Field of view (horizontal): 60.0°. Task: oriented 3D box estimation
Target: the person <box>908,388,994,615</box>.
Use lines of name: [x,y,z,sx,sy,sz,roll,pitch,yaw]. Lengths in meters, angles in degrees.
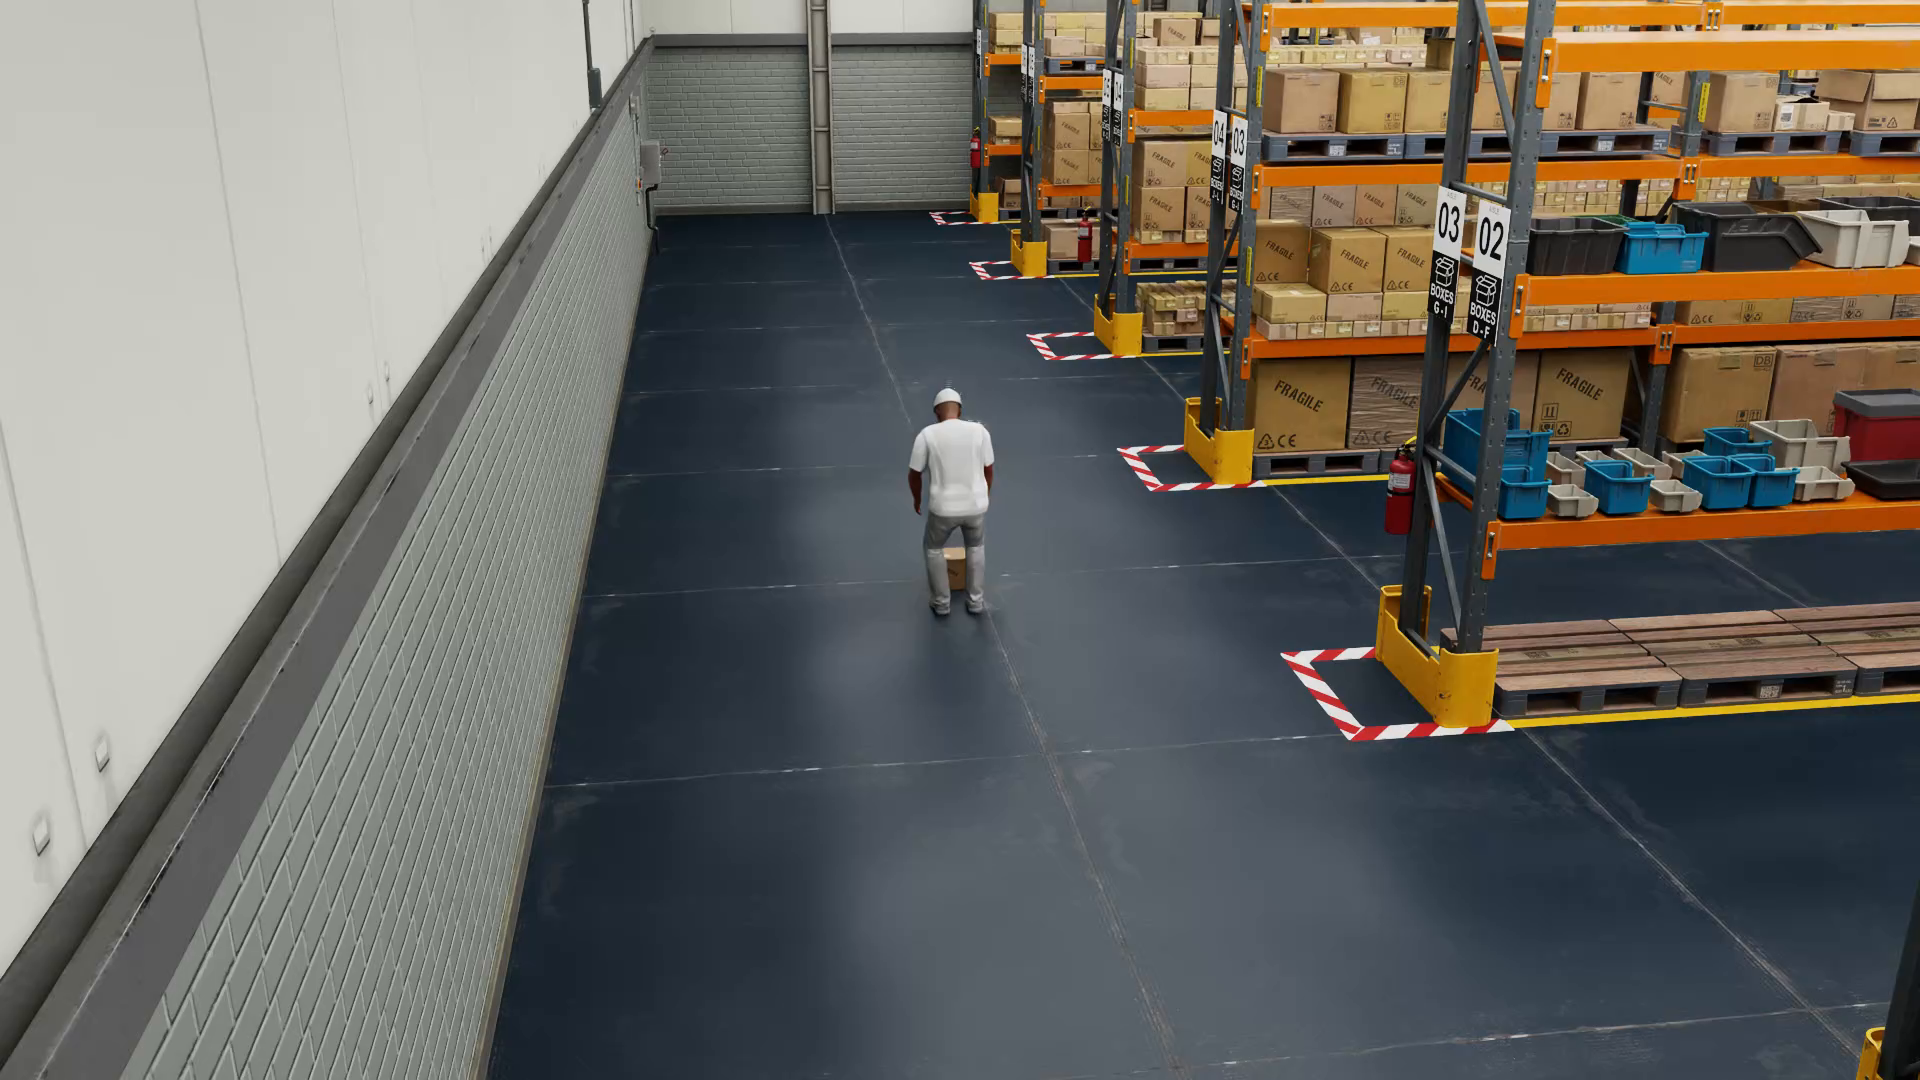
person: [-0.061,-0.268,12.008,0.616,1.614,0.599,-3,20,-7]
